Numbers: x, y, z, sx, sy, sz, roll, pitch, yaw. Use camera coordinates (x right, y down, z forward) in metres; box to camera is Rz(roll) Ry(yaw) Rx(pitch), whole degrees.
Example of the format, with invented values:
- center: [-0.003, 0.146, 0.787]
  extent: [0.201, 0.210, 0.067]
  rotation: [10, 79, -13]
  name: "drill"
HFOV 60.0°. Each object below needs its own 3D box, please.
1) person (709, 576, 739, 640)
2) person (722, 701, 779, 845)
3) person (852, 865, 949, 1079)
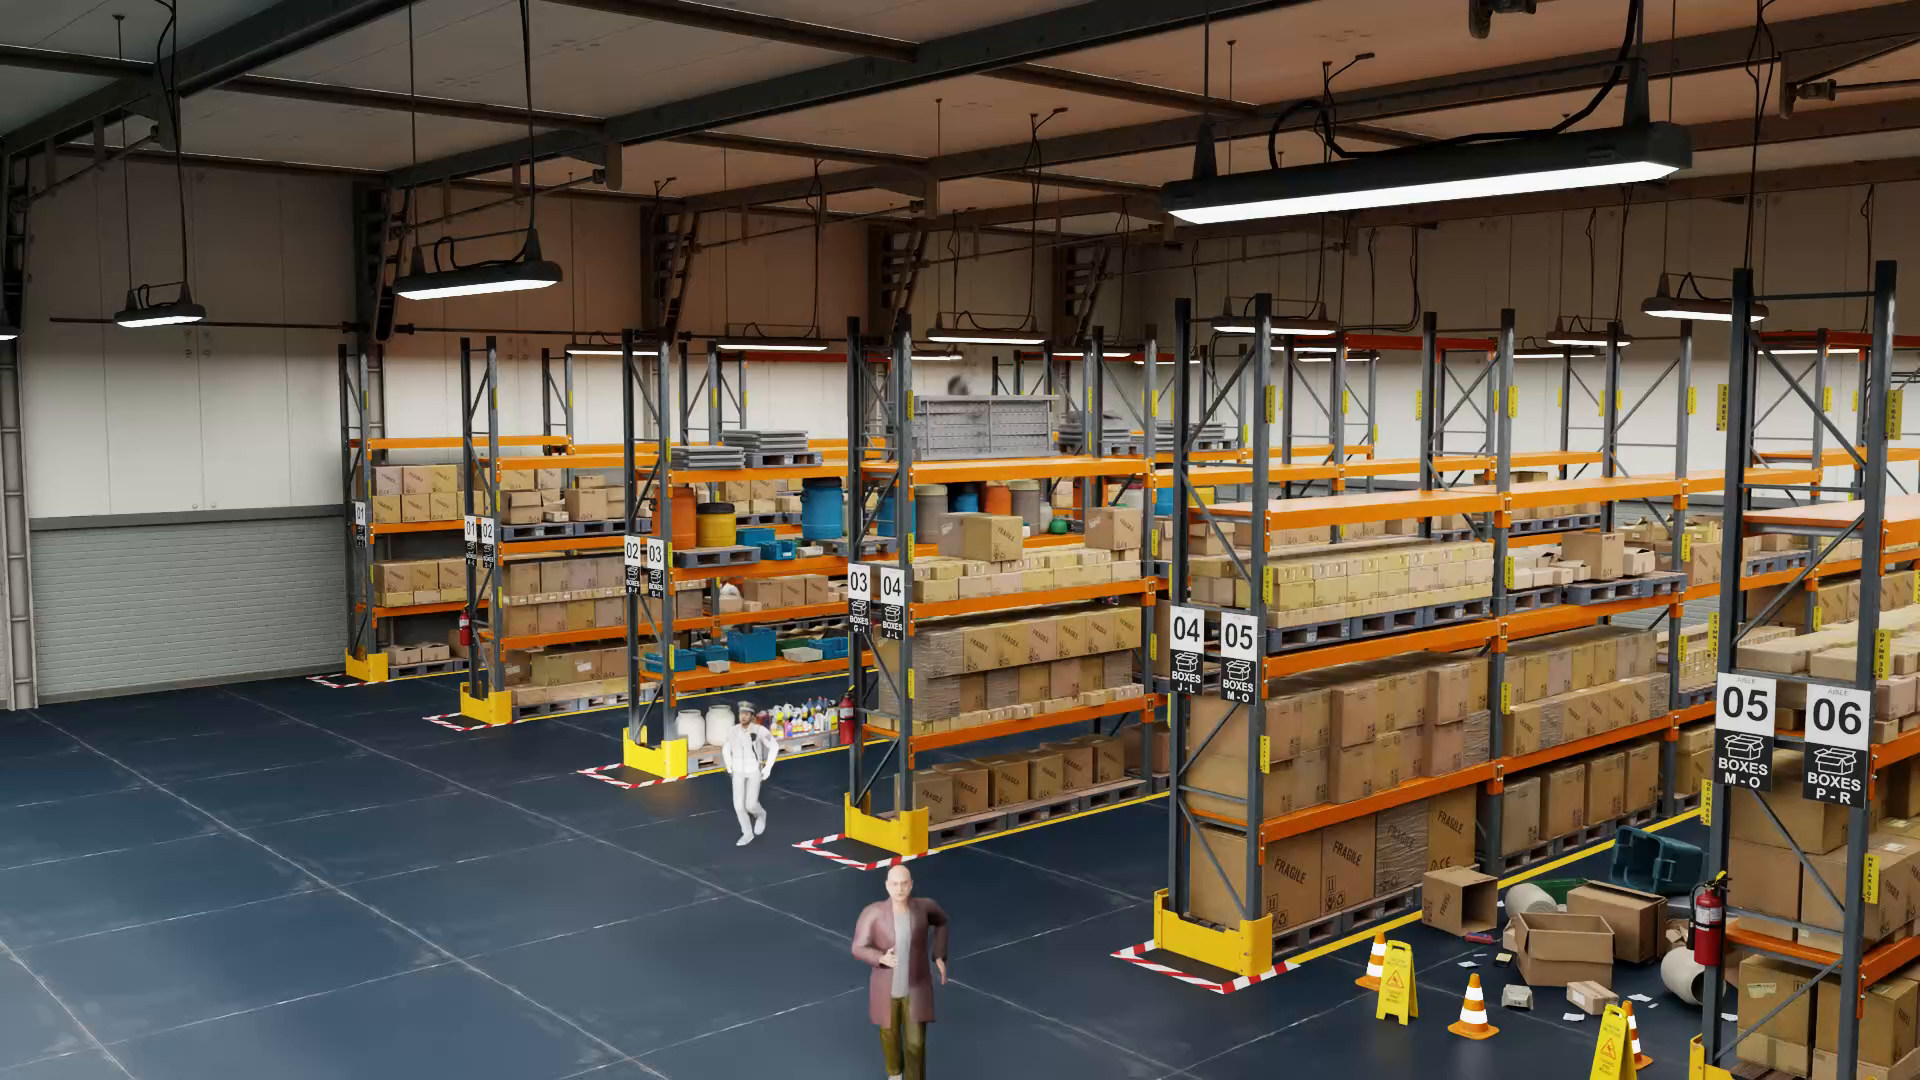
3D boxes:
- center: [-4.533, 1.460, 31.764]
  extent: [0.707, 1.731, 0.617]
  rotation: [3, 6, 33]
  name: "person"
- center: [-2.415, 2.652, 18.940]
  extent: [0.640, 1.658, 0.535]
  rotation: [1, 5, 11]
  name: "person"
- center: [-0.421, 3.208, 11.803]
  extent: [0.677, 1.832, 0.929]
  rotation: [0, 5, 1]
  name: "person"
